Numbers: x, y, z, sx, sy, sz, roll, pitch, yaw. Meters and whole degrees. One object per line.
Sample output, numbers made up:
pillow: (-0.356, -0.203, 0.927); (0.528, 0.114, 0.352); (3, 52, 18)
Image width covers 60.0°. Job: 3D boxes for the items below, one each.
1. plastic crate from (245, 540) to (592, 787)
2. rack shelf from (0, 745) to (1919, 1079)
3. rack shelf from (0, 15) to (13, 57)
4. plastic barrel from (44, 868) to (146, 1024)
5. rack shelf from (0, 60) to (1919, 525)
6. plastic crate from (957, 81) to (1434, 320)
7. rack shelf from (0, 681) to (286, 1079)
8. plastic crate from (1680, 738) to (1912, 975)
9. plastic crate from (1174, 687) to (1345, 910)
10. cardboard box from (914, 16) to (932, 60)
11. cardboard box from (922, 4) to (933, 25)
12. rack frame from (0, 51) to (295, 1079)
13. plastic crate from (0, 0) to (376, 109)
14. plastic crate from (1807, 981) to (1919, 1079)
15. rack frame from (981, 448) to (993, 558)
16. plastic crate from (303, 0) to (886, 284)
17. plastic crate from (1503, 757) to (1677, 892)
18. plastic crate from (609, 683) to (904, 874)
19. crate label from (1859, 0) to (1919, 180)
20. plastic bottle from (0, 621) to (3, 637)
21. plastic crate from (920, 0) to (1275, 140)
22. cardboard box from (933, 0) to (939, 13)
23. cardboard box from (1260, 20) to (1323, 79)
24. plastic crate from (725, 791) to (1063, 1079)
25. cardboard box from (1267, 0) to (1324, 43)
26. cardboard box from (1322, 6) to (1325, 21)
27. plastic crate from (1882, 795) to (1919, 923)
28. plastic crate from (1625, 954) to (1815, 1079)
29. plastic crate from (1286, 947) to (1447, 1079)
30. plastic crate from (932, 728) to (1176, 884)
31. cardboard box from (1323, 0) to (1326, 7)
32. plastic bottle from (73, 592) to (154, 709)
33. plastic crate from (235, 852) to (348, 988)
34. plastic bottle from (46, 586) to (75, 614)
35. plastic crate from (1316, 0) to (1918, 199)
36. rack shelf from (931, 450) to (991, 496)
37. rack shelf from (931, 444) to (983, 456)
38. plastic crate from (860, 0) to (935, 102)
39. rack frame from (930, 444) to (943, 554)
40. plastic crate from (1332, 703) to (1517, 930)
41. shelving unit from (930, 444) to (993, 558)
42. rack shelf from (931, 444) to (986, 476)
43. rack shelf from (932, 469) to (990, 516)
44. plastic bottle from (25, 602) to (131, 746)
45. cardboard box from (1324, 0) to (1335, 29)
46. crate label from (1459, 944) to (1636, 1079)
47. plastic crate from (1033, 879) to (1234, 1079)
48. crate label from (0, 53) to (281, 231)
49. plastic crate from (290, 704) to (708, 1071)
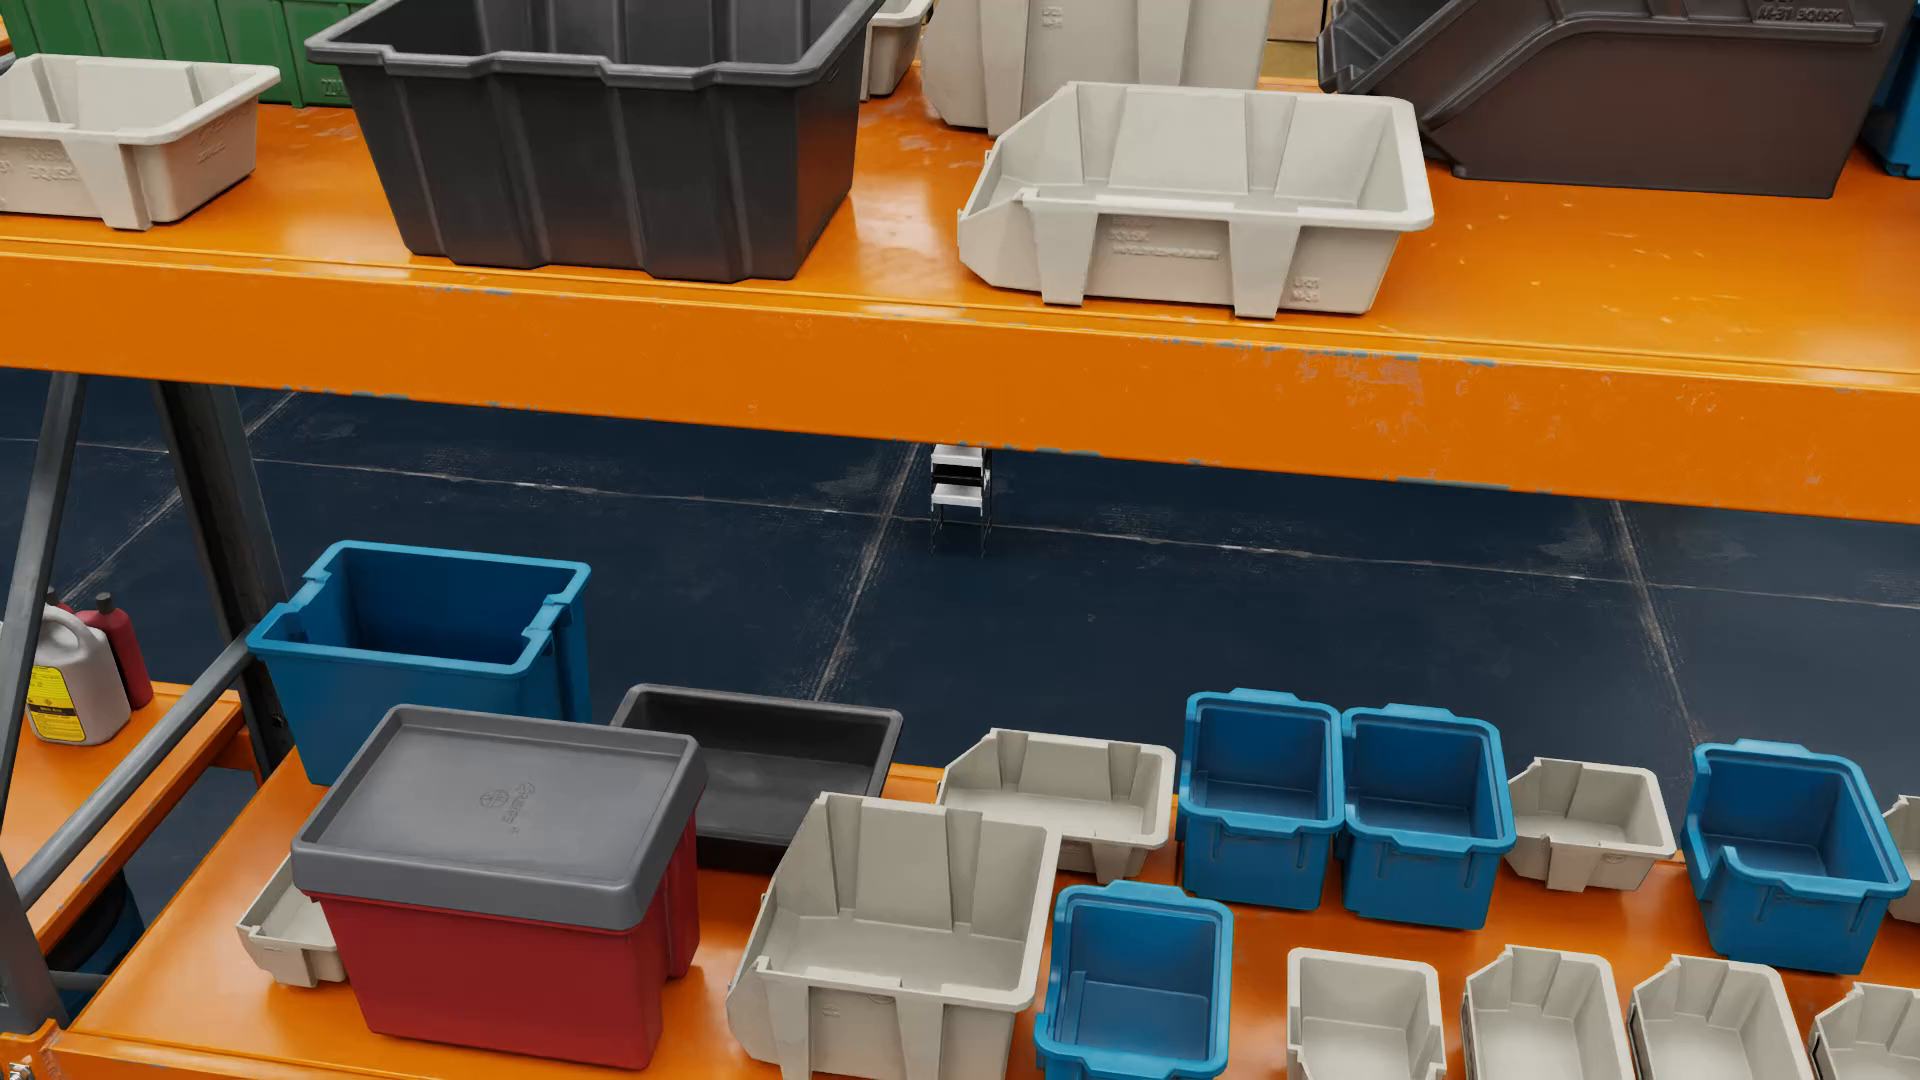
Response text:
plastic crate: (-1.070, 0.288, 3.421); (0.575, 0.384, 0.392); (5, 32, 8)
rack shelf: (0.383, 0.927, 3.120); (4.000, 0.370, 1.077); (5, 32, 8)
rack shelf: (-3.560, -0.701, 2.894); (4.000, 0.370, 1.077); (5, 32, 8)
plastic barrel: (-2.121, 1.098, 3.751); (0.708, 0.901, 0.600); (5, 32, 8)
rack shelf: (0.383, -0.344, 2.324); (4.000, 0.370, 1.077); (5, 32, 8)
plastic crate: (0.276, -0.414, 2.005); (0.530, 0.136, 0.437); (5, 32, 8)
rack shelf: (-3.560, 0.570, 3.690); (4.000, 0.370, 1.077); (5, 32, 8)
plastic crate: (1.518, 0.593, 3.076); (0.300, 0.233, 0.416); (5, 32, 8)
plastic crate: (0.573, 0.508, 3.213); (0.300, 0.233, 0.416); (5, 32, 8)
cardboard box: (-0.294, -2.001, 7.025); (0.500, 0.500, 0.500); (6, 33, 9)
cardboard box: (-0.334, -2.424, 6.758); (0.500, 0.500, 0.500); (6, 33, 9)
rack frame: (-1.589, 0.445, 3.211); (0.053, 2.616, 0.949); (5, 32, 8)
plastic crate: (-1.120, -0.858, 2.666); (0.662, 0.188, 0.450); (5, 32, 8)
plastic crate: (1.521, 0.909, 2.663); (0.243, 0.136, 0.396); (5, 32, 8)
rack frame: (0.108, -0.372, 6.496); (0.006, 0.900, 0.240); (5, 32, 8)
plastic crate: (-0.410, -0.518, 2.047); (0.590, 0.269, 0.497); (5, 32, 8)
plastic crate: (1.196, 0.560, 3.219); (0.298, 0.136, 0.250); (5, 32, 8)
plastic crate: (-0.439, 0.494, 3.336); (0.590, 0.125, 0.437); (5, 32, 8)
crate label: (1.500, -0.659, 2.289); (0.502, 0.251, 0.408); (5, 32, 8)
plastic bottle: (-2.126, 0.259, 3.696); (0.097, 0.201, 0.097); (0, 32, 0)
plastic crate: (0.222, -0.780, 2.453); (0.530, 0.282, 0.437); (5, 32, 8)
cardboard box: (0.175, -2.378, 6.685); (0.500, 0.500, 0.500); (4, 32, 7)
cardboard box: (1.205, -1.866, 6.810); (0.500, 0.500, 0.500); (5, 32, 8)
plastic crate: (-0.114, 0.701, 2.858); (0.530, 0.282, 0.437); (5, 32, 8)
cardboard box: (1.191, -2.286, 6.538); (0.500, 0.500, 0.500); (6, 33, 10)
cardboard box: (1.795, -2.099, 7.182); (0.500, 0.500, 0.500); (5, 32, 8)
plastic crate: (1.865, 0.621, 3.123); (0.298, 0.136, 0.250); (5, 32, 8)
plastic crate: (1.237, 0.876, 2.716); (0.243, 0.136, 0.396); (5, 32, 8)
plastic crate: (0.664, 0.847, 2.762); (0.250, 0.136, 0.298); (5, 32, 8)
plastic crate: (0.179, 0.528, 3.271); (0.466, 0.136, 0.293); (5, 32, 8)
cardboard box: (1.790, -2.523, 6.917); (0.500, 0.500, 0.500); (6, 32, 9)
plastic bottle: (-1.878, 0.237, 3.654); (0.133, 0.283, 0.061); (5, 32, 8)
plastic crate: (-1.153, 0.646, 3.082); (0.243, 0.136, 0.396); (5, 32, 8)
plastic bottle: (-2.009, 0.225, 3.673); (0.133, 0.283, 0.061); (5, 32, 8)
plastic crate: (0.895, -0.725, 2.312); (0.767, 0.338, 0.504); (5, 32, 8)
rack shelf: (0.008, -0.276, 6.576); (0.200, 0.077, 0.258); (5, 32, 8)
rack shelf: (0.008, -0.429, 6.480); (0.200, 0.077, 0.258); (5, 32, 8)
plastic crate: (-0.270, -0.801, 2.625); (0.466, 0.136, 0.293); (5, 32, 8)
rack frame: (-0.092, -0.390, 6.525); (0.006, 0.900, 0.240); (5, 32, 8)
plastic crate: (0.869, 0.535, 3.170); (0.300, 0.233, 0.416); (5, 32, 8)
shelving unit: (0.008, -0.381, 6.510); (0.210, 0.900, 0.258); (5, 32, 8)
rack shelf: (0.008, -0.352, 6.528); (0.200, 0.077, 0.258); (5, 32, 8)
rack shelf: (0.008, -0.200, 6.623); (0.200, 0.077, 0.258); (5, 32, 8)
plastic bottle: (-1.920, 0.260, 3.554); (0.185, 0.351, 0.144); (5, 32, 8)
cardboard box: (1.697, -2.240, 6.465); (0.500, 0.500, 0.500); (6, 33, 10)
crate label: (0.959, 0.864, 2.735); (0.243, 0.136, 0.396); (5, 32, 8)
plastic crate: (0.287, 0.797, 2.751); (0.300, 0.233, 0.416); (5, 32, 8)
crate label: (-1.154, -0.521, 2.177); (0.466, 0.136, 0.293); (5, 32, 8)
plastic crate: (-0.750, 0.602, 2.844); (0.583, 0.464, 0.402); (5, 32, 8)
